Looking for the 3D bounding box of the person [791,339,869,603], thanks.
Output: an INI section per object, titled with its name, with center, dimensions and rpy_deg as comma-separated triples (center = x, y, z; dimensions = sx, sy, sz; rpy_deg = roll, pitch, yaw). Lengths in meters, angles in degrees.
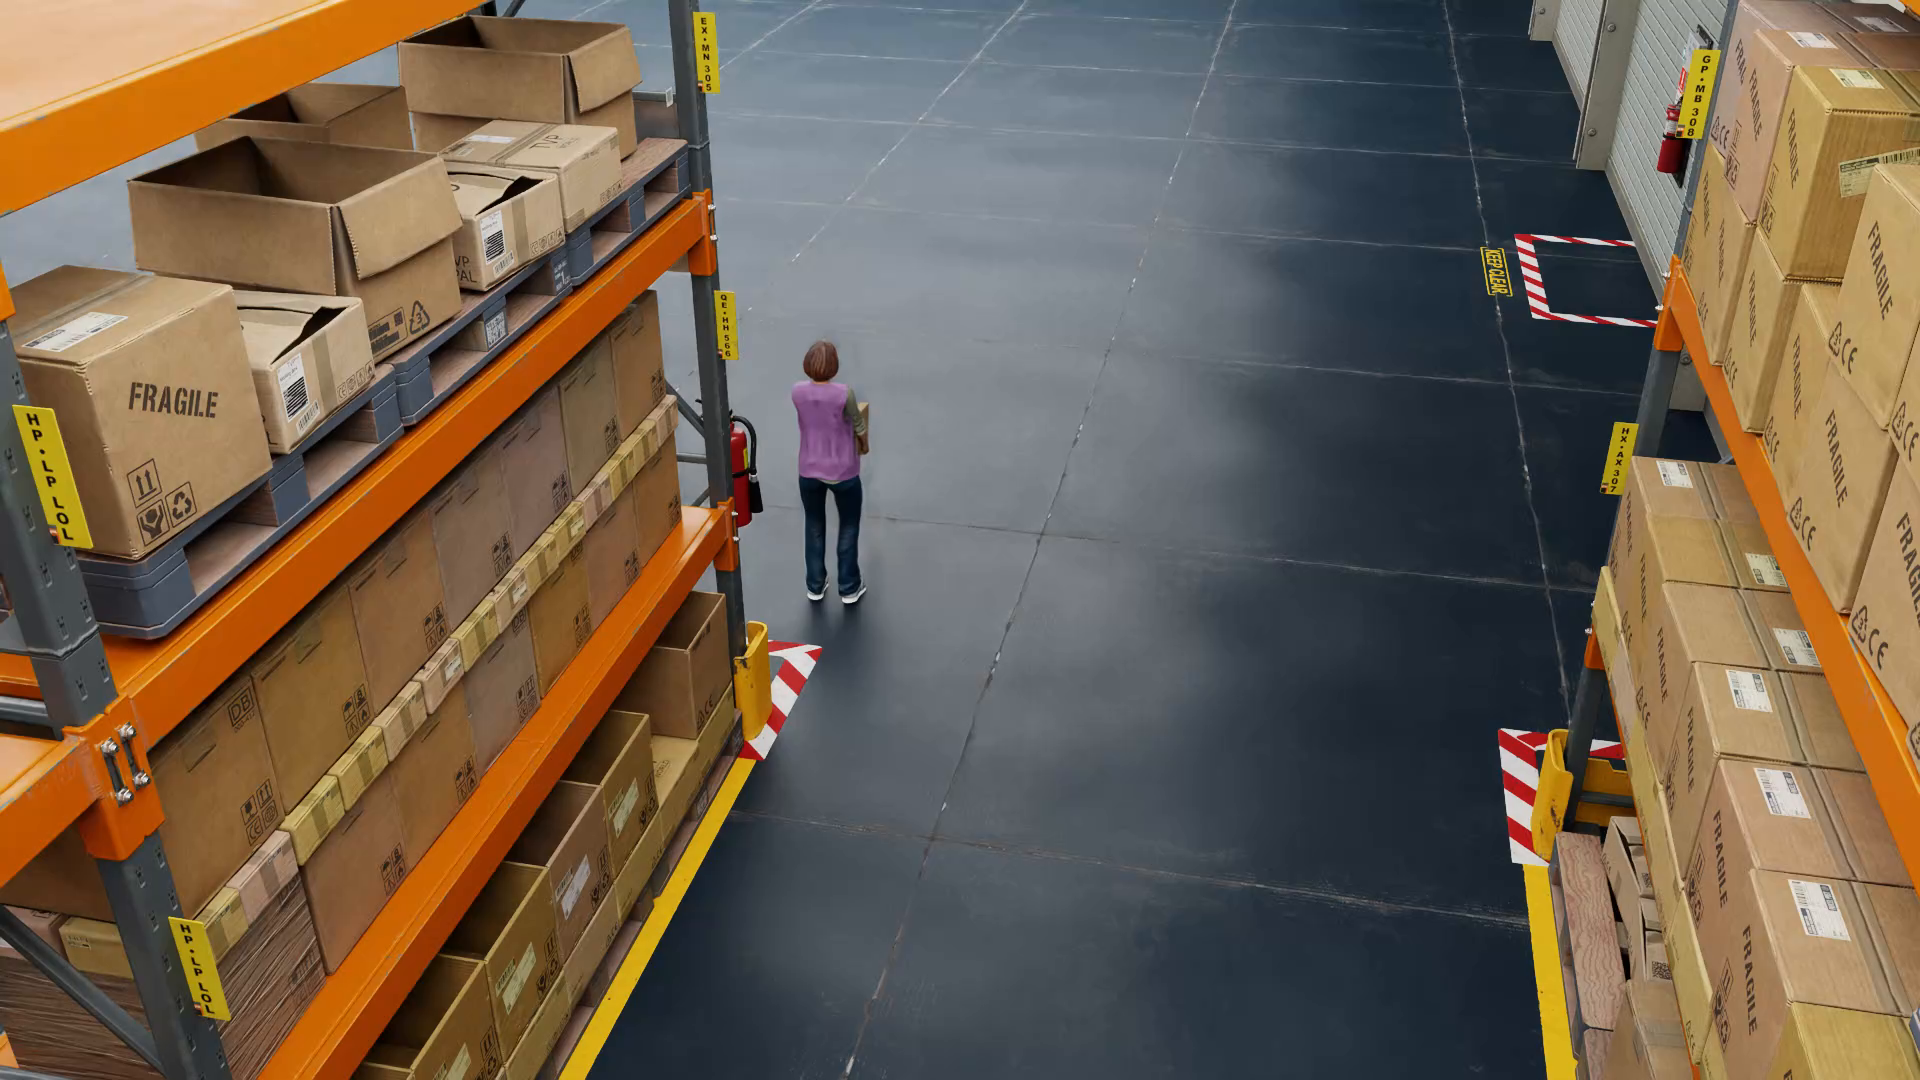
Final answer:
[person]
center = -0.716, -0.416, 9.364
dimensions = 0.375, 1.599, 0.499
rpy_deg = 6, 30, 10
